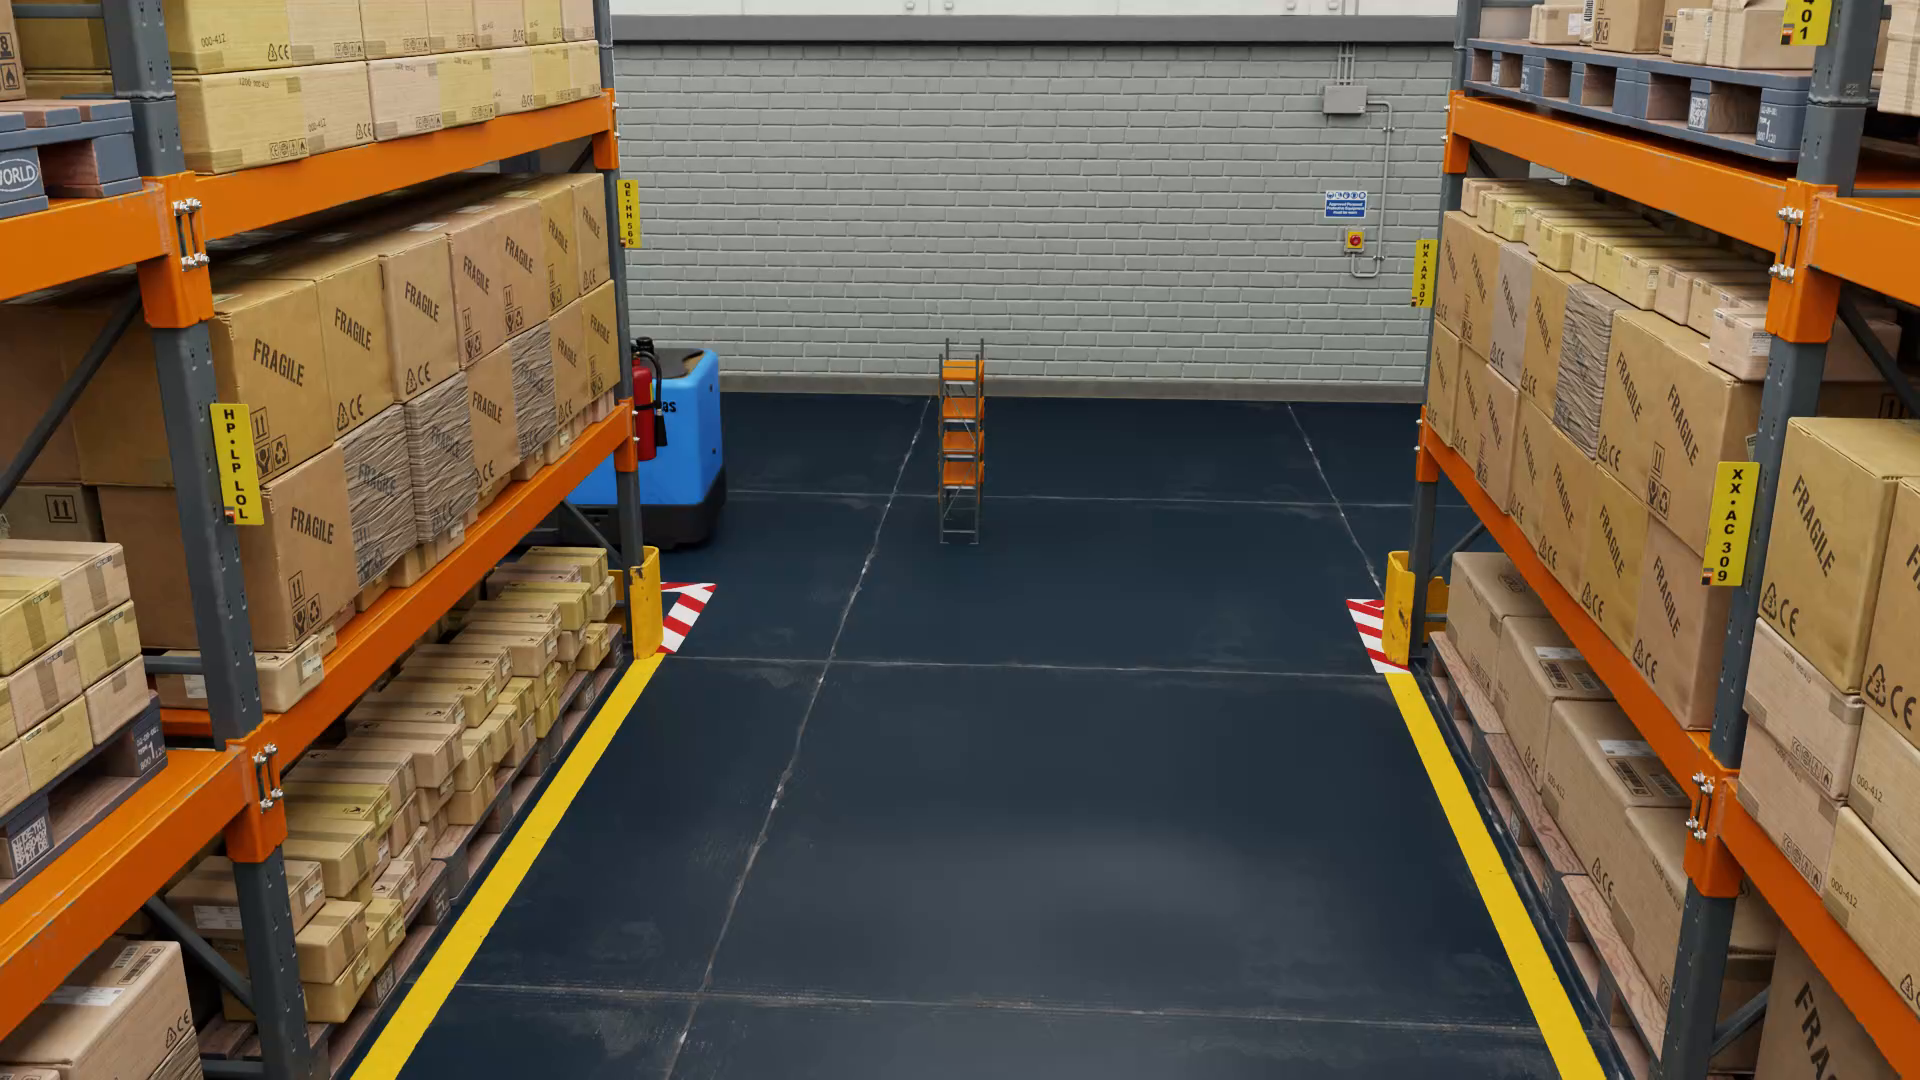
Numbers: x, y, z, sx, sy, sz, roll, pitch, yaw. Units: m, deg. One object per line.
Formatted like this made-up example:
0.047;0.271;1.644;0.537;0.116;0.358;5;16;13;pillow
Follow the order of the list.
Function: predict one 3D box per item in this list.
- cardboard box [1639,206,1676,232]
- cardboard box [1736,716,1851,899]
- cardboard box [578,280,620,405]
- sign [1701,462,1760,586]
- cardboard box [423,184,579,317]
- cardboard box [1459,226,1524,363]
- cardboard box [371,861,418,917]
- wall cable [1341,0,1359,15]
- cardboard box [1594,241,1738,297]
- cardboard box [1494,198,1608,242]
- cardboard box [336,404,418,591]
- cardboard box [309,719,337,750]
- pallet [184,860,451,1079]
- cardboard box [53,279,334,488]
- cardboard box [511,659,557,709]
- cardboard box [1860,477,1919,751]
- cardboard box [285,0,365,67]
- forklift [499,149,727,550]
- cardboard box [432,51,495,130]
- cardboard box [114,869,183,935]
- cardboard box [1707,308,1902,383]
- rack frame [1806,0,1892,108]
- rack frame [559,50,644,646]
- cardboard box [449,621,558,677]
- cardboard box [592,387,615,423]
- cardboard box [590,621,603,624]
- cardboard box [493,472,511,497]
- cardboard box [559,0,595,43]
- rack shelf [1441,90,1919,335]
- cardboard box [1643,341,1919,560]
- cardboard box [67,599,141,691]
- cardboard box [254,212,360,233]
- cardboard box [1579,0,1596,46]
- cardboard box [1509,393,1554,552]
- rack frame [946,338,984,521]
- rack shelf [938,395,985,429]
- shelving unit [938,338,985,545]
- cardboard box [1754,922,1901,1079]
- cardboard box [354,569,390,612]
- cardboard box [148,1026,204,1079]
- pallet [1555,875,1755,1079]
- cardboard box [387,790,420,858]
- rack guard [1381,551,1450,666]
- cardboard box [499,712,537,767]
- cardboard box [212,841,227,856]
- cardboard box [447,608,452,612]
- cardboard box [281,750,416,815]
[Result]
2.885;-1.217;6.513;0.380;0.149;0.250;1;18;3;cardboard box
2.207;0.624;3.943;0.500;0.250;0.500;1;18;3;cardboard box
-1.931;-0.943;7.846;0.500;0.500;0.500;2;18;5;cardboard box
1.948;-0.039;4.208;0.100;0.325;0.005;1;18;4;sign
-1.977;-1.259;7.203;0.500;0.500;0.500;1;18;2;cardboard box
2.440;-1.040;7.013;0.500;0.500;0.500;1;18;2;cardboard box
-2.111;1.231;5.753;0.380;0.149;0.250;1;18;4;cardboard box
2.915;-5.444;12.587;0.463;3.000;0.029;1;18;4;wall cable
2.361;-0.908;5.568;0.380;0.149;0.250;1;18;3;cardboard box
2.405;-1.304;6.778;0.380;0.149;0.250;1;18;2;cardboard box
-2.127;-0.148;5.420;0.500;0.500;0.500;1;18;4;cardboard box
-2.657;0.692;6.442;0.380;0.149;0.250;1;18;2;cardboard box
-2.430;1.458;5.633;1.003;0.211;1.213;1;18;4;pallet
-2.167;-0.456;4.754;0.500;0.500;0.500;2;18;5;cardboard box
-1.969;0.607;7.180;0.380;0.149;0.250;2;18;5;cardboard box
2.175;0.188;3.266;0.500;0.500;0.500;1;18;4;cardboard box
-2.128;-1.548;4.951;0.500;0.250;0.500;1;18;4;cardboard box
-3.068;-1.474;10.215;3.031;2.935;1.130;0;18;1;forklift
-2.021;-1.629;6.000;0.500;0.250;0.500;2;18;6;cardboard box
-2.677;1.099;5.201;0.380;0.149;0.250;2;18;5;cardboard box
2.207;-0.512;4.360;0.380;0.149;0.250;1;18;3;cardboard box
2.502;-2.429;3.385;1.000;3.000;0.127;1;18;4;rack frame
-2.156;-0.900;8.352;1.000;3.000;0.127;1;18;4;rack frame
-1.954;0.467;7.131;0.380;0.149;0.250;2;18;6;cardboard box
-1.897;-0.673;8.062;0.380;0.149;0.250;1;18;4;cardboard box
-1.986;0.424;8.217;0.380;0.149;0.250;2;18;5;cardboard box
-2.078;-0.275;6.847;0.380;0.149;0.250;1;18;2;cardboard box
-1.935;-2.343;7.376;0.500;0.250;0.500;1;18;2;cardboard box
2.645;-1.283;5.859;1.077;0.370;4.000;1;18;4;rack shelf
2.260;-0.254;4.614;0.500;0.500;0.500;1;18;3;cardboard box
-2.274;0.249;4.097;0.380;0.149;0.250;2;18;6;cardboard box
-2.575;-0.954;6.273;0.500;0.500;0.500;1;18;2;cardboard box
2.631;-1.987;6.161;0.500;0.311;0.500;2;18;5;cardboard box
2.386;-0.254;6.221;0.500;0.500;0.500;2;18;6;cardboard box
0.029;-0.697;10.624;0.240;1.200;0.015;1;18;4;rack frame
0.012;-0.770;10.344;0.258;0.148;0.480;1;18;4;rack shelf
0.012;-0.622;10.393;0.258;1.200;0.503;1;18;4;shelving unit
2.537;1.426;3.991;0.875;0.875;0.875;2;18;6;cardboard box
-2.159;0.131;5.609;0.380;0.149;0.250;0;18;1;cardboard box
-2.244;1.566;4.165;0.500;0.500;0.500;1;18;3;cardboard box
2.634;1.512;5.468;1.003;0.211;1.213;1;18;4;pallet
-2.165;1.010;5.949;0.380;0.149;0.250;0;18;1;cardboard box
2.790;0.360;8.522;1.175;0.500;0.348;1;18;4;rack guard
-2.008;0.828;6.983;0.380;0.149;0.250;2;18;5;cardboard box
-2.728;1.084;5.725;0.380;0.149;0.250;1;18;2;cardboard box
-2.578;0.292;7.664;0.380;0.149;0.250;1;18;4;cardboard box
-2.167;0.867;5.907;0.380;0.149;0.250;1;18;2;cardboard box
